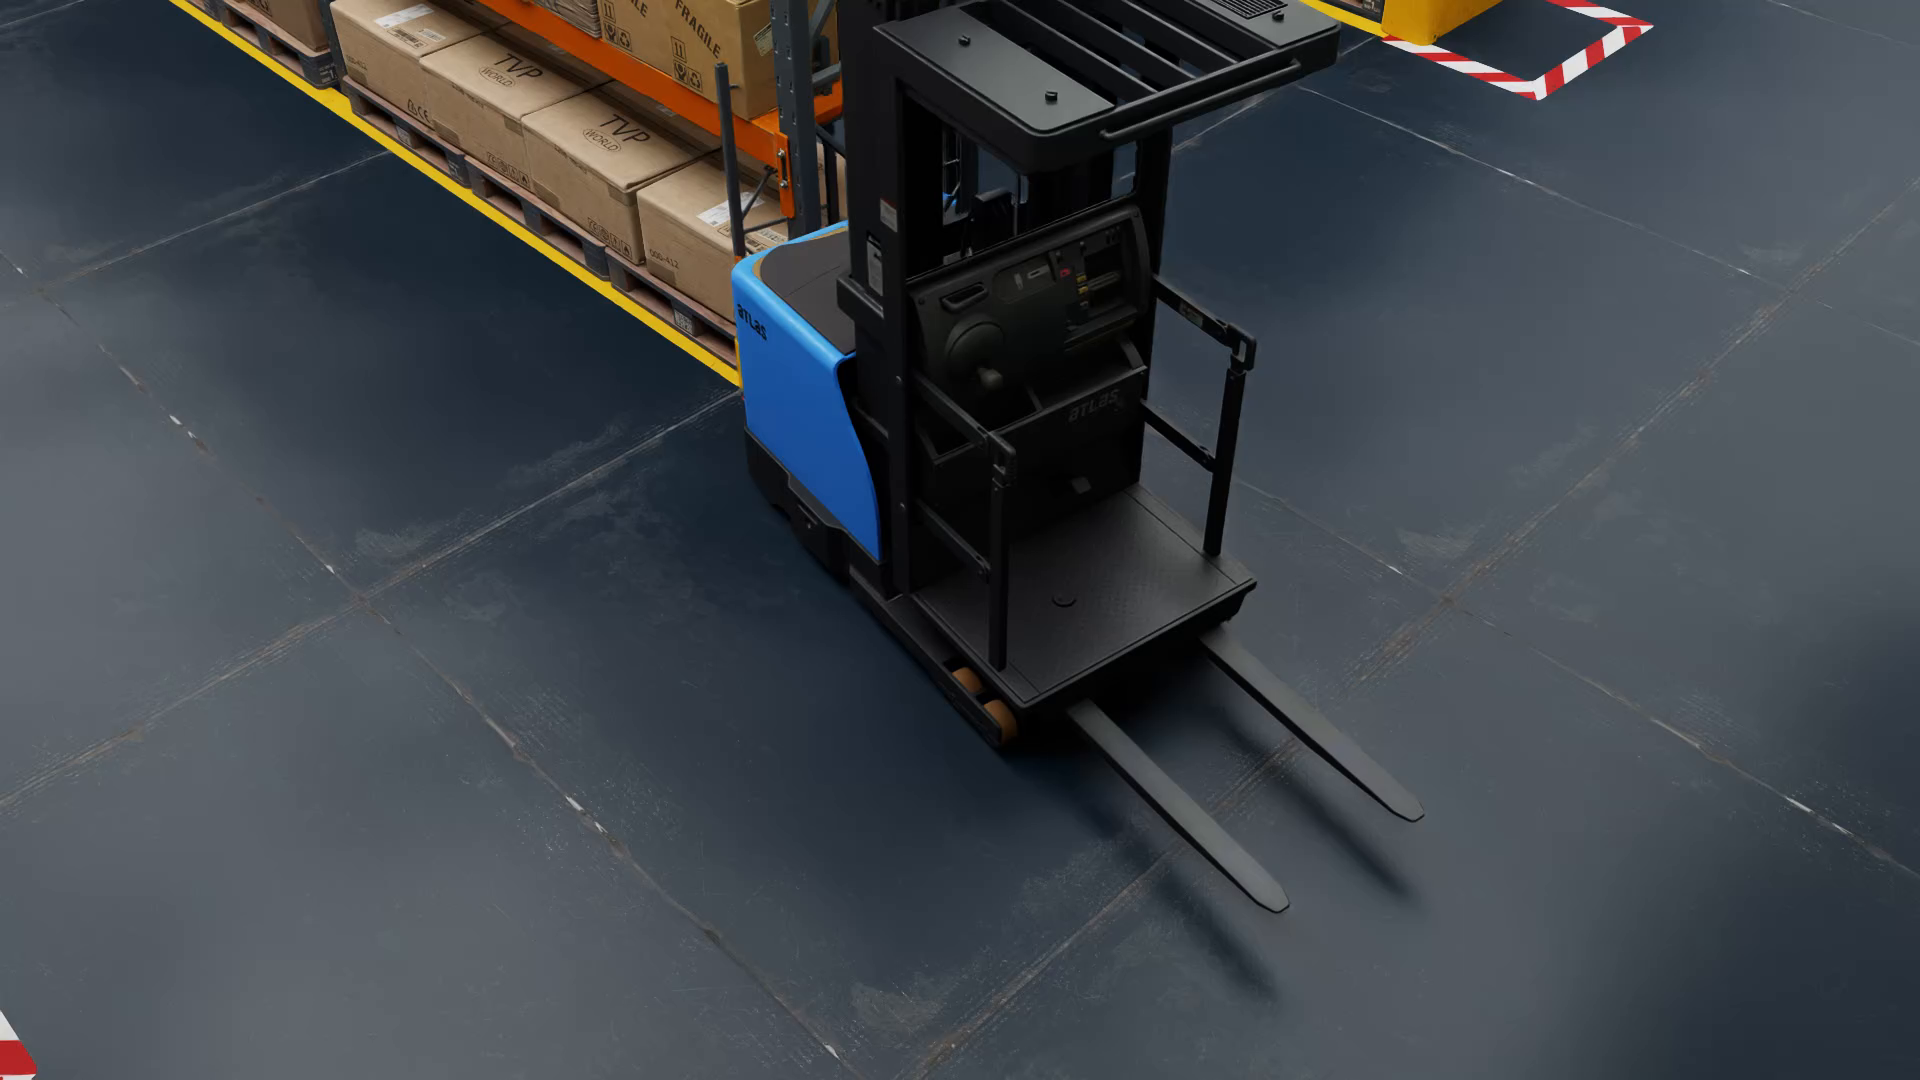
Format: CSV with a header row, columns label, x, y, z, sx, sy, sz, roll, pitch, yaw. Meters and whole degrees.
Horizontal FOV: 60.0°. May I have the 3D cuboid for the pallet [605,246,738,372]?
label,x,y,z,sx,sy,sz,roll,pitch,yaw
pallet,-0.935,-1.268,7.966,1.003,0.211,1.213,-34,53,-31

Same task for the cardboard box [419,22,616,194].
label,x,y,z,sx,sy,sz,roll,pitch,yaw
cardboard box,-2.139,-2.297,8.604,0.875,0.438,0.875,33,52,30

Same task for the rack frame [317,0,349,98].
label,x,y,z,sx,sy,sz,roll,pitch,yaw
rack frame,-3.139,-3.867,8.725,1.000,3.000,0.127,-34,53,-31

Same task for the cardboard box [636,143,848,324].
label,x,y,z,sx,sy,sz,roll,pitch,yaw
cardboard box,-0.851,-1.427,7.663,0.875,0.438,0.875,32,52,30

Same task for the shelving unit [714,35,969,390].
label,x,y,z,sx,sy,sz,roll,pitch,yaw
shelving unit,-0.454,-1.080,6.714,0.587,1.500,1.083,-23,45,-25

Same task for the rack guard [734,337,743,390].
label,x,y,z,sx,sy,sz,roll,pitch,yaw
rack guard,-0.723,-0.869,7.436,0.587,0.250,0.087,-23,45,-25

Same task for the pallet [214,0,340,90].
label,x,y,z,sx,sy,sz,roll,pitch,yaw
pallet,-3.738,-3.178,10.033,1.003,0.211,1.213,-34,53,-31

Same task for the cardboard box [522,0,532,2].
label,x,y,z,sx,sy,sz,roll,pitch,yaw
cardboard box,-1.930,-2.819,7.517,0.500,0.500,0.500,-33,52,-30

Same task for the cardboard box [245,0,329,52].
label,x,y,z,sx,sy,sz,roll,pitch,yaw
cardboard box,-3.634,-3.500,9.584,0.875,0.875,0.875,-32,52,-30

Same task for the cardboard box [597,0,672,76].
label,x,y,z,sx,sy,sz,roll,pitch,yaw
cardboard box,-1.186,-2.335,6.993,0.500,0.500,0.500,33,52,31

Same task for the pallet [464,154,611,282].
label,x,y,z,sx,sy,sz,roll,pitch,yaw
pallet,-1.792,-1.854,8.601,1.003,0.211,1.213,-34,53,-31

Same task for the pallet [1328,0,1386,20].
label,x,y,z,sx,sy,sz,roll,pitch,yaw
pallet,2.516,-3.786,10.691,1.003,0.211,1.213,-34,53,-31

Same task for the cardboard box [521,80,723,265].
label,x,y,z,sx,sy,sz,roll,pitch,yaw
cardboard box,-1.504,-1.863,8.135,0.875,0.438,0.875,-33,52,-30

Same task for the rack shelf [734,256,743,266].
label,x,y,z,sx,sy,sz,roll,pitch,yaw
rack shelf,-0.458,-0.947,6.836,0.538,0.185,1.000,-23,45,-25

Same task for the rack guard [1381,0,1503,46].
label,x,y,z,sx,sy,sz,roll,pitch,yaw
rack guard,3.065,-3.484,10.152,1.175,0.500,0.348,-34,53,-31

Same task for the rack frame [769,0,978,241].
label,x,y,z,sx,sy,sz,roll,pitch,yaw
rack frame,-0.315,-1.945,6.645,1.000,3.000,0.127,-34,53,-31

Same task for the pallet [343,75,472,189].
label,x,y,z,sx,sy,sz,roll,pitch,yaw
pallet,-2.658,-2.440,9.235,1.003,0.211,1.213,-34,53,-31

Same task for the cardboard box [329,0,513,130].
label,x,y,z,sx,sy,sz,roll,pitch,yaw
cardboard box,-2.772,-2.727,9.070,0.875,0.438,0.875,33,52,31

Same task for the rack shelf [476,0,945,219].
label,x,y,z,sx,sy,sz,roll,pitch,yaw
rack shelf,-1.727,-2.642,7.929,1.077,0.370,4.000,-34,53,-31

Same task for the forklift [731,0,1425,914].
label,x,y,z,sx,sy,sz,roll,pitch,yaw
forklift,0.376,-0.719,5.368,1.130,2.935,3.031,-26,49,-25

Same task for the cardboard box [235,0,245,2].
label,x,y,z,sx,sy,sz,roll,pitch,yaw
cardboard box,-4.277,-3.931,10.050,0.875,0.875,0.875,-33,52,-30

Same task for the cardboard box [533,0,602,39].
label,x,y,z,sx,sy,sz,roll,pitch,yaw
cardboard box,-1.557,-2.577,7.255,0.500,0.500,0.500,-33,52,-30

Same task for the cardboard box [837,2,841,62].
label,x,y,z,sx,sy,sz,roll,pitch,yaw
cardboard box,-0.450,-2.350,7.009,0.500,0.500,0.500,34,52,31

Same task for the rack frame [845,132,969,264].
label,x,y,z,sx,sy,sz,roll,pitch,yaw
rack frame,-0.181,-0.812,6.393,0.500,1.500,0.032,-23,45,-25

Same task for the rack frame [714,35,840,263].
label,x,y,z,sx,sy,sz,roll,pitch,yaw
rack frame,-0.737,-1.358,7.047,0.500,1.500,0.032,-23,45,-25

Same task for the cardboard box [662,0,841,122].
label,x,y,z,sx,sy,sz,roll,pitch,yaw
cardboard box,-0.843,-2.087,6.724,0.500,0.500,0.500,-34,52,-31

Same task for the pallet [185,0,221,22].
label,x,y,z,sx,sy,sz,roll,pitch,yaw
pallet,-4.603,-3.764,10.668,1.003,0.211,1.213,-34,53,-31
